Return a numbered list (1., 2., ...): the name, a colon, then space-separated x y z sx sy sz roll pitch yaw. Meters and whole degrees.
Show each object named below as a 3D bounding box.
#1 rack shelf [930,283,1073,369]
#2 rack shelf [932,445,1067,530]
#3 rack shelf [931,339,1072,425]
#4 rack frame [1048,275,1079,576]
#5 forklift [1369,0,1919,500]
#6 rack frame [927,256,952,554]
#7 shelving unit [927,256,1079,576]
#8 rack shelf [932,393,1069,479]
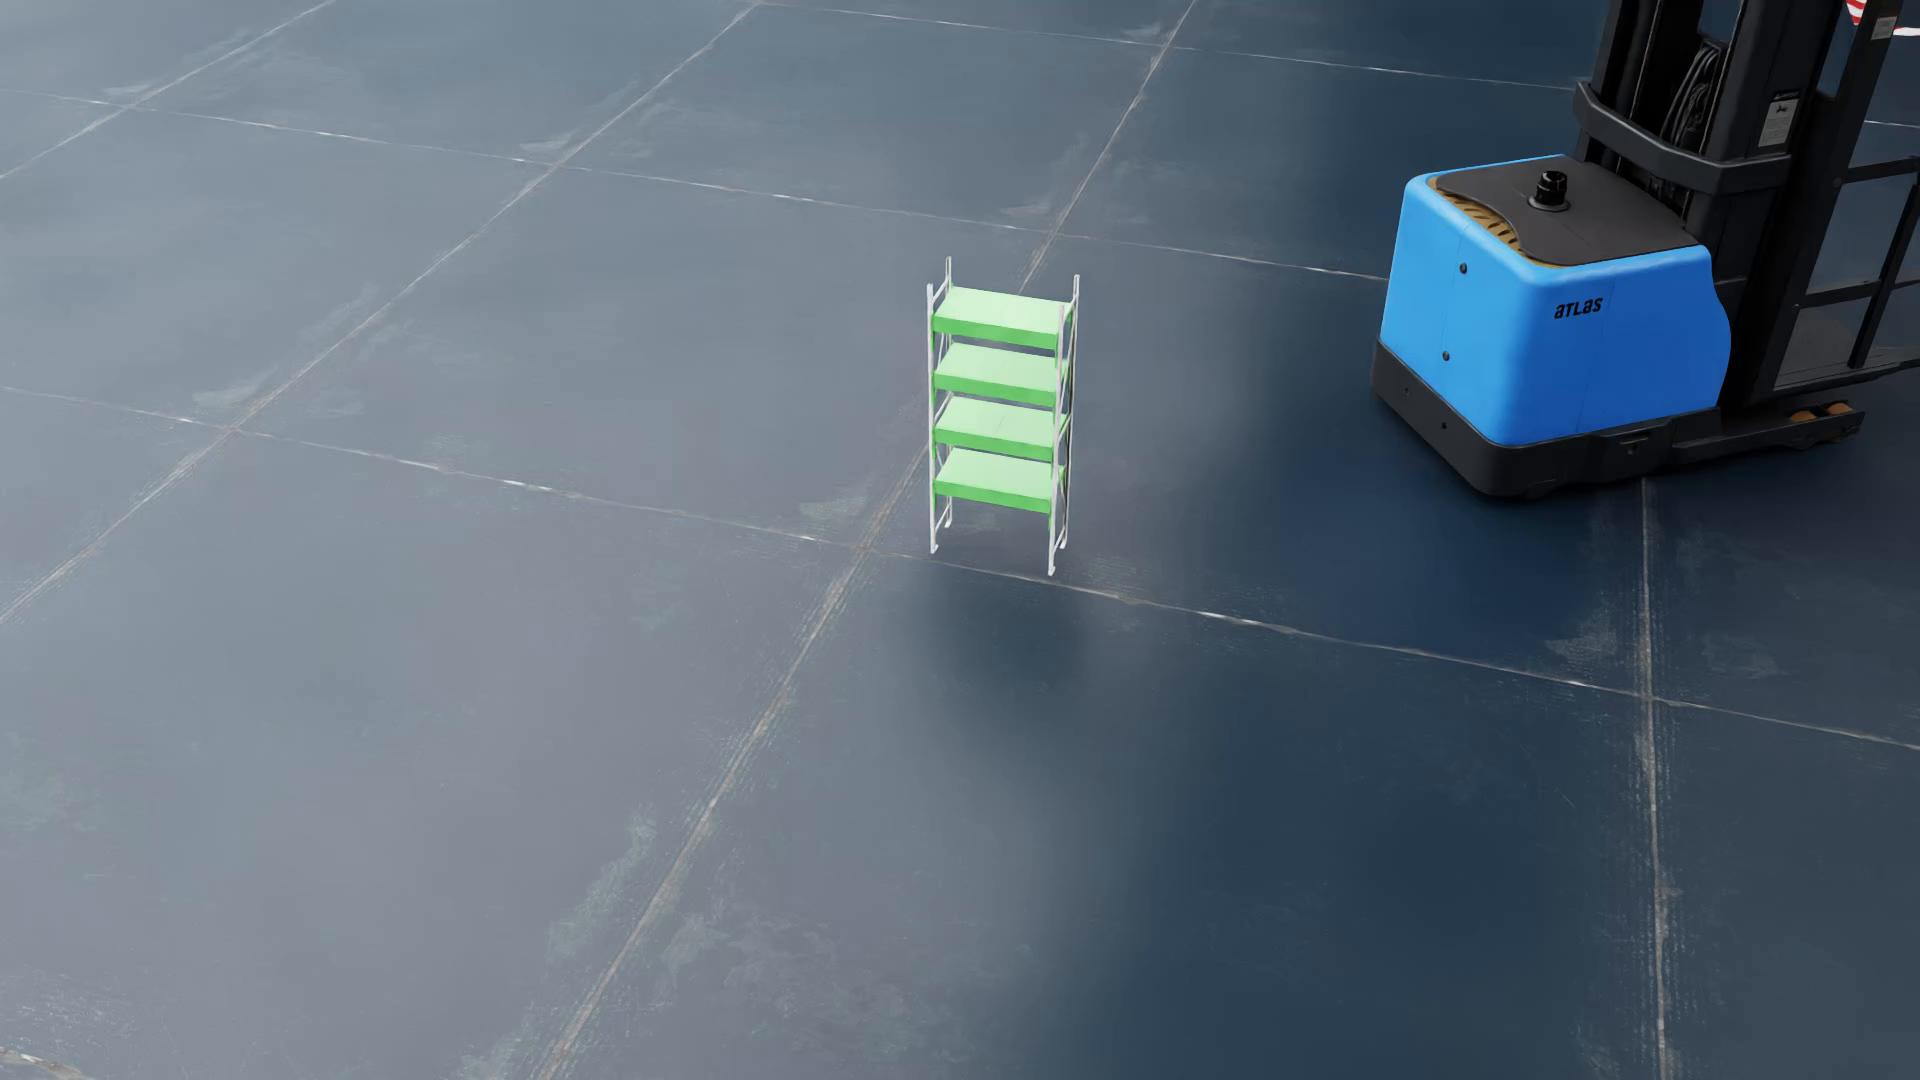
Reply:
1. rack shelf: 0.158 -0.789 6.108 0.480 0.148 0.258 10 38 14
2. rack shelf: 0.158 -0.209 6.535 0.480 0.148 0.258 10 38 14
3. rack shelf: 0.158 -0.596 6.250 0.480 0.148 0.258 10 38 14
4. rack frame: 0.391 -0.411 6.296 0.015 1.200 0.240 10 38 14
5. forklift: 3.443 -1.863 6.809 3.031 2.935 1.130 -11 38 -15
6. rack frame: -0.075 -0.497 6.413 0.015 1.200 0.240 10 38 14
7. shelving unit: 0.158 -0.454 6.355 0.503 1.200 0.258 10 38 14
8. rack shelf: 0.158 -0.402 6.392 0.480 0.148 0.258 10 38 14
